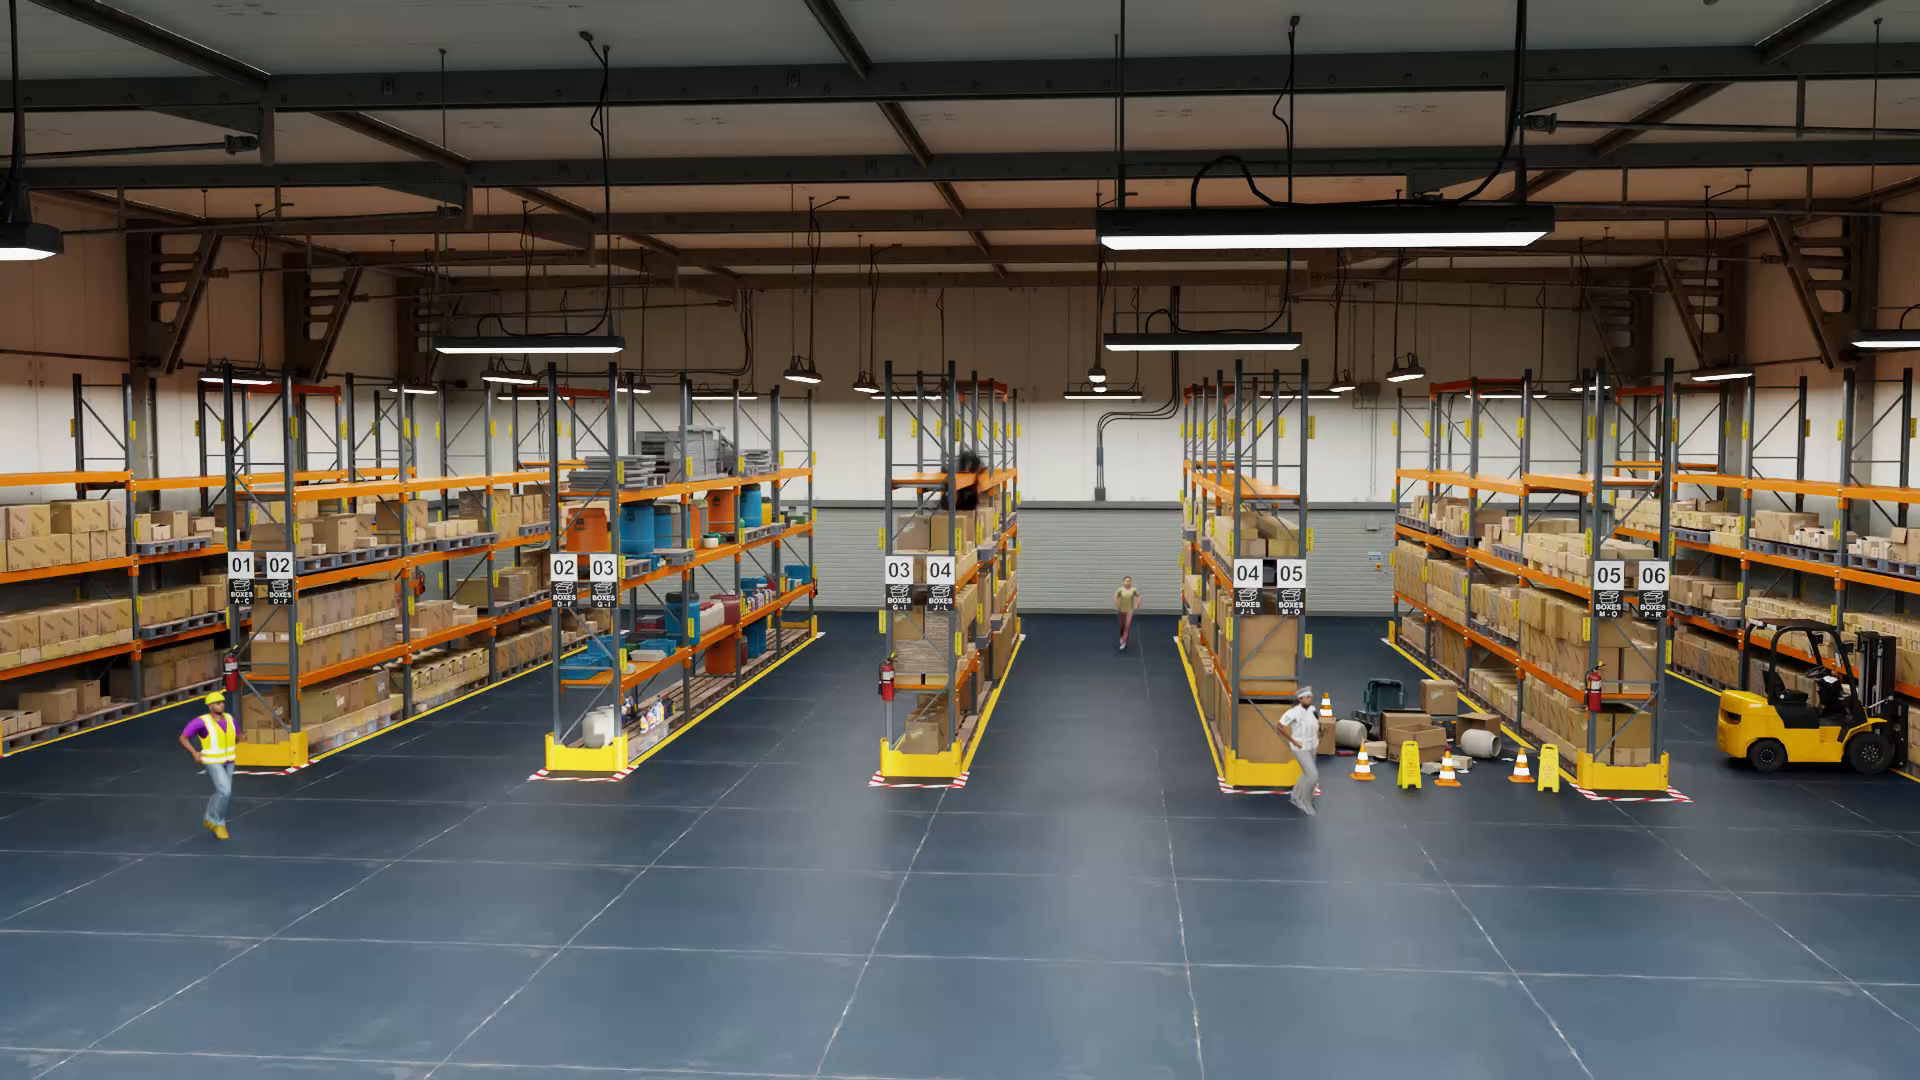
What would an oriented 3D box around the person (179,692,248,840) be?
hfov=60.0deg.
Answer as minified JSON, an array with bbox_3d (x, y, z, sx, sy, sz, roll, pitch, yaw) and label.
[{"bbox_3d":[-9.129,2.779,20.510,0.695,1.813,0.674,2,4,24],"label":"person"}]

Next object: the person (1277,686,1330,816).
[{"bbox_3d":[4.485,2.755,21.665,0.580,1.730,0.704,-3,5,-39],"label":"person"}]

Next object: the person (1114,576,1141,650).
[{"bbox_3d":[3.836,1.661,38.246,0.609,1.649,0.959,1,4,11],"label":"person"}]

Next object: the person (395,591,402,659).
[{"bbox_3d":[-12.117,1.869,35.991,0.522,1.554,0.598,-1,4,-9],"label":"person"}]
